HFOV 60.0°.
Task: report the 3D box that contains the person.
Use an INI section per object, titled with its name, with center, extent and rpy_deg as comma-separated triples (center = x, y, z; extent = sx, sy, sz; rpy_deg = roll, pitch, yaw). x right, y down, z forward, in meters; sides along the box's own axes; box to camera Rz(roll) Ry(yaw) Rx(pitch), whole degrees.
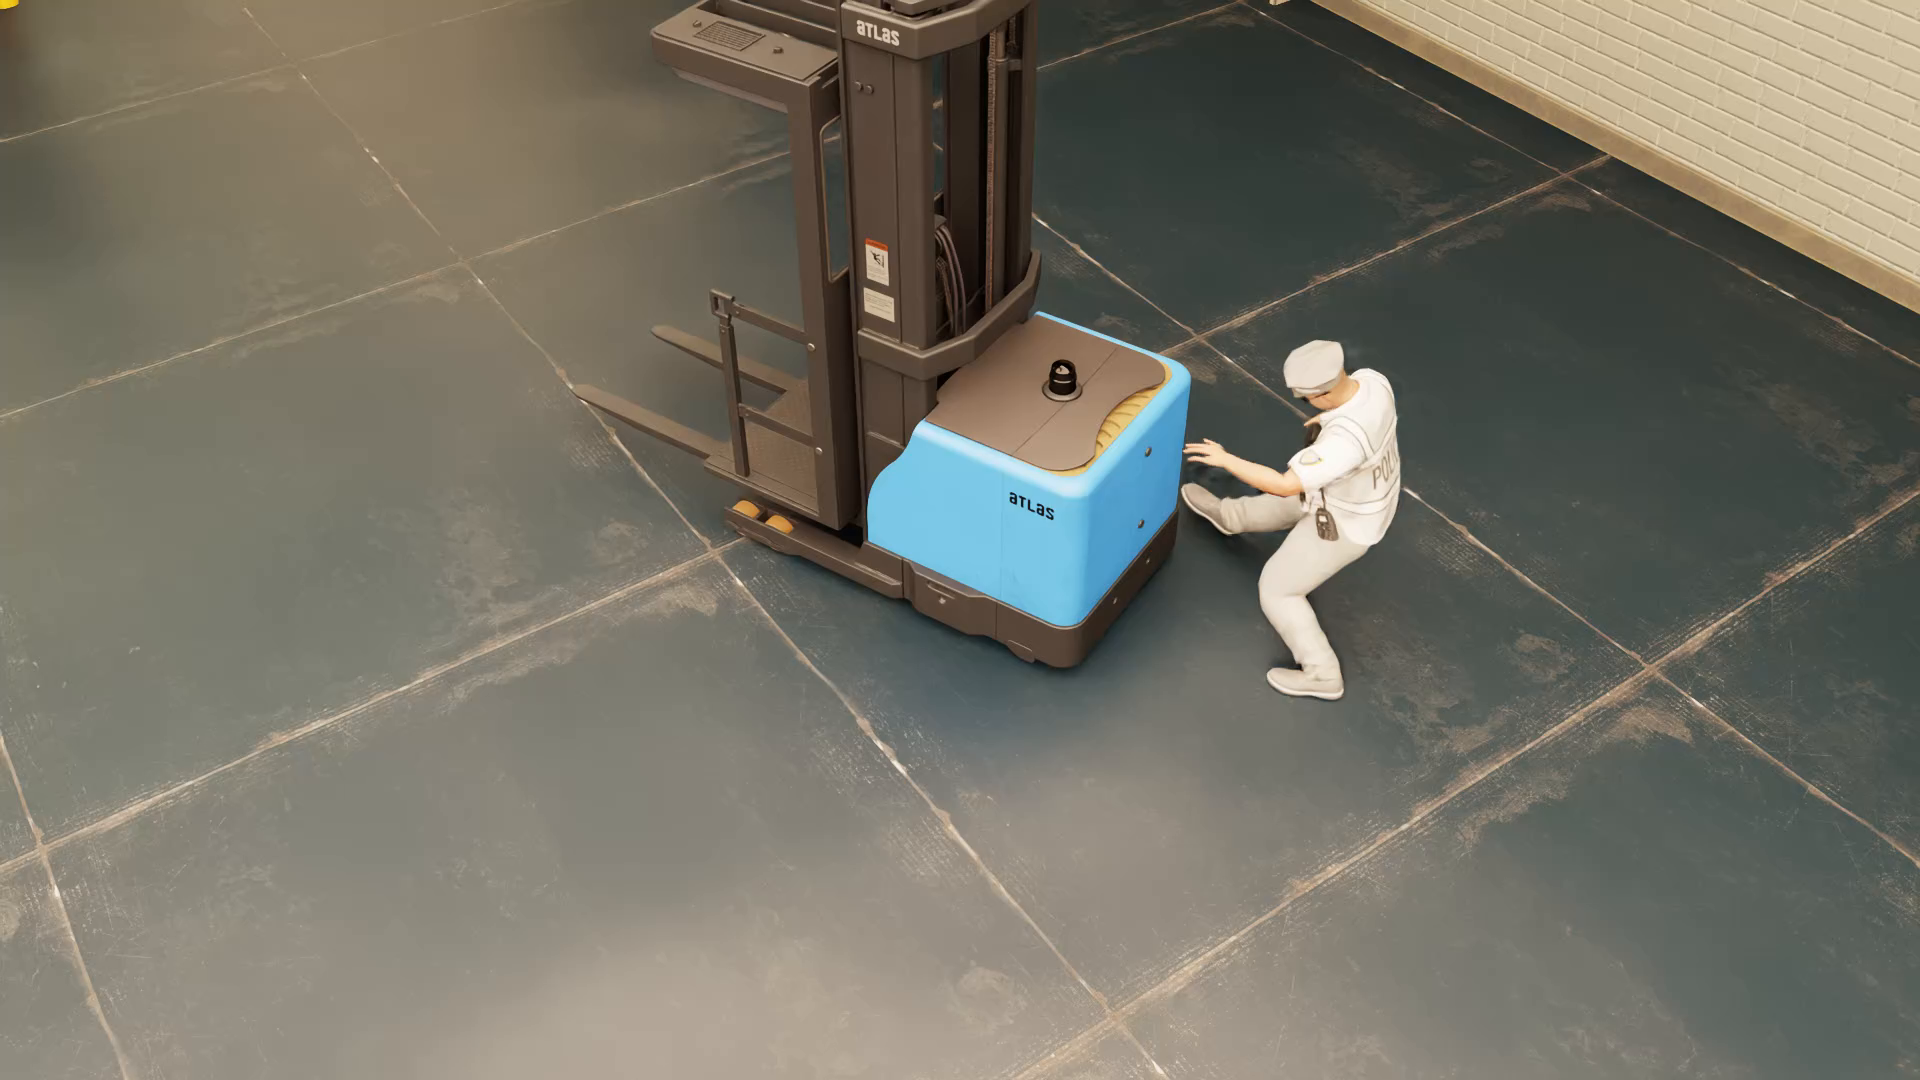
[person]
center = 1.354, -0.274, 7.075
extent = 1.108, 1.520, 0.949
rpy_deg = 22, 47, 22

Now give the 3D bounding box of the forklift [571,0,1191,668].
[forklift]
center = -0.511, -1.302, 7.129
extent = 3.031, 2.935, 1.130
rpy_deg = 24, 48, 24
